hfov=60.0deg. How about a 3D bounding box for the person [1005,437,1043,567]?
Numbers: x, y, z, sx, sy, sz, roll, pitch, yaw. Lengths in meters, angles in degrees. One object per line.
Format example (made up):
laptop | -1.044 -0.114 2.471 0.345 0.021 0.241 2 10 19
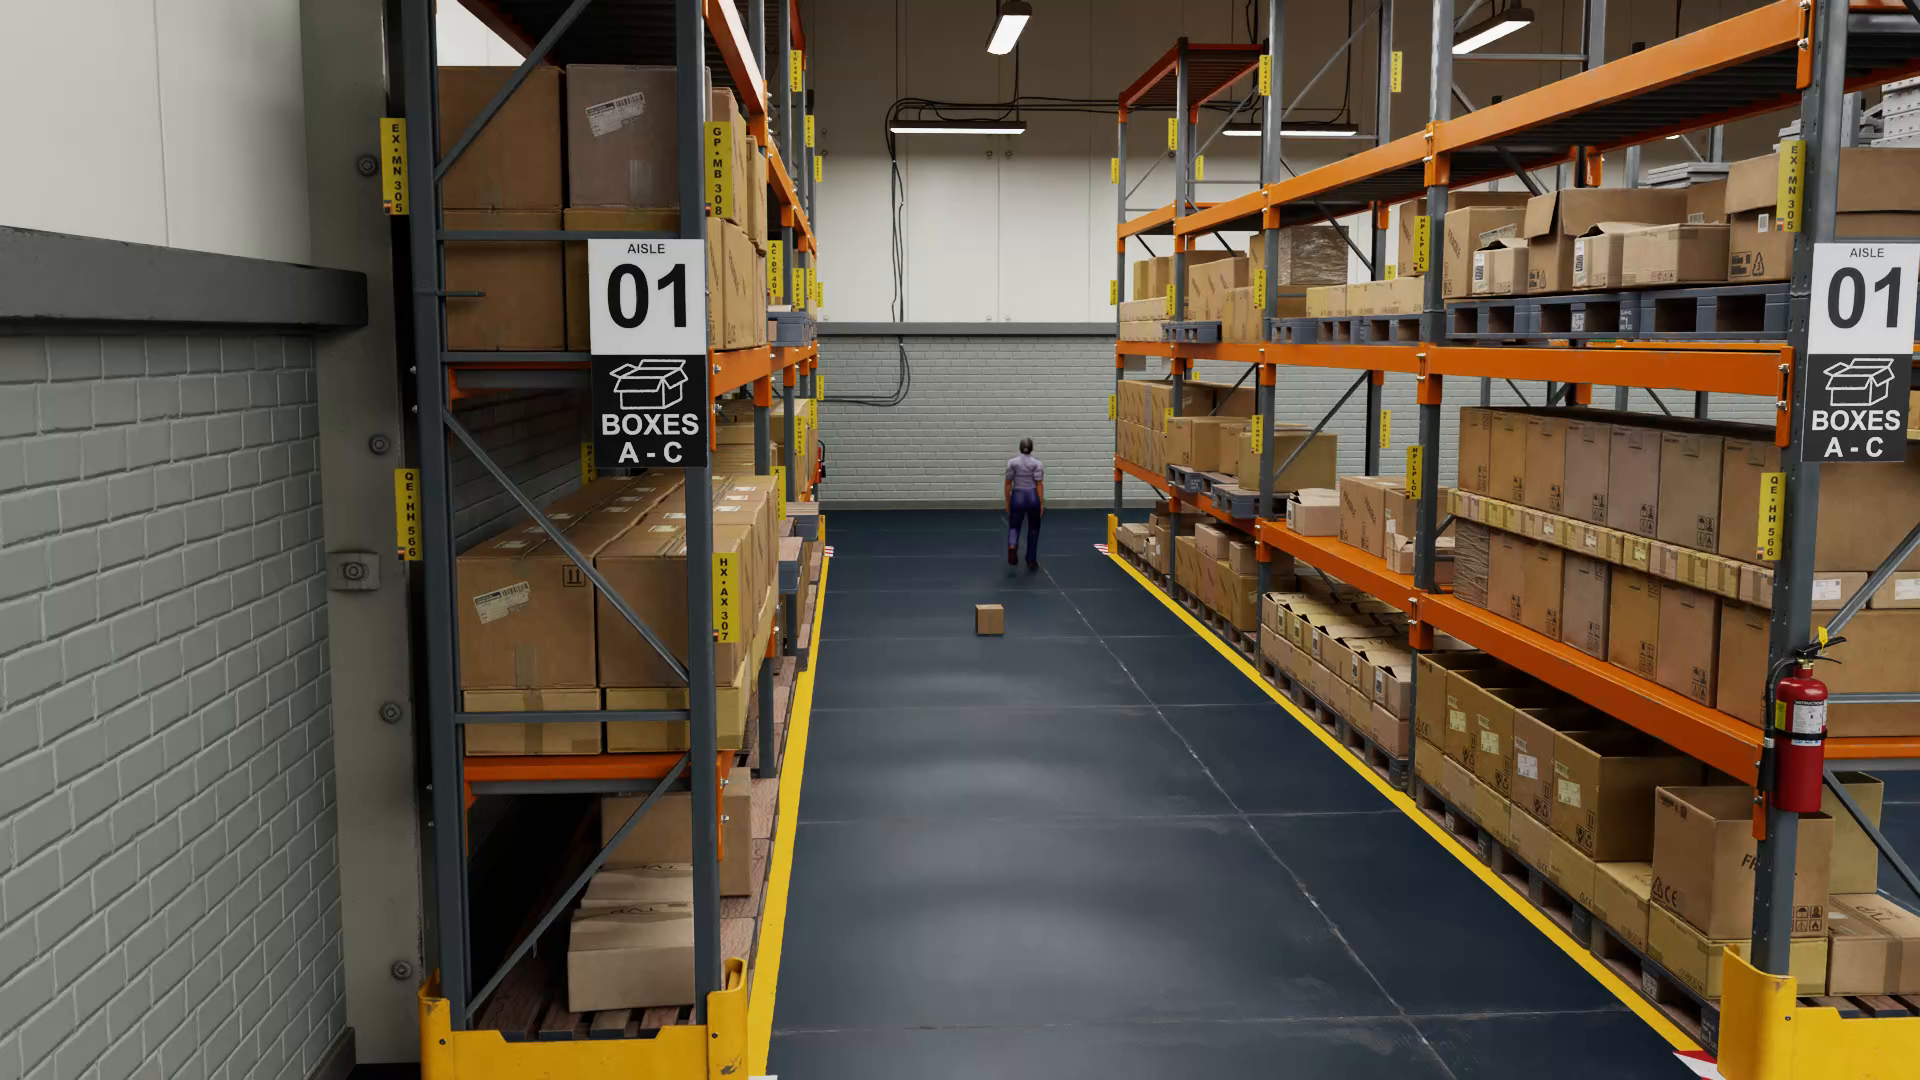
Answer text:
person | 0.787 -0.452 20.419 0.480 1.622 0.692 1 7 9
